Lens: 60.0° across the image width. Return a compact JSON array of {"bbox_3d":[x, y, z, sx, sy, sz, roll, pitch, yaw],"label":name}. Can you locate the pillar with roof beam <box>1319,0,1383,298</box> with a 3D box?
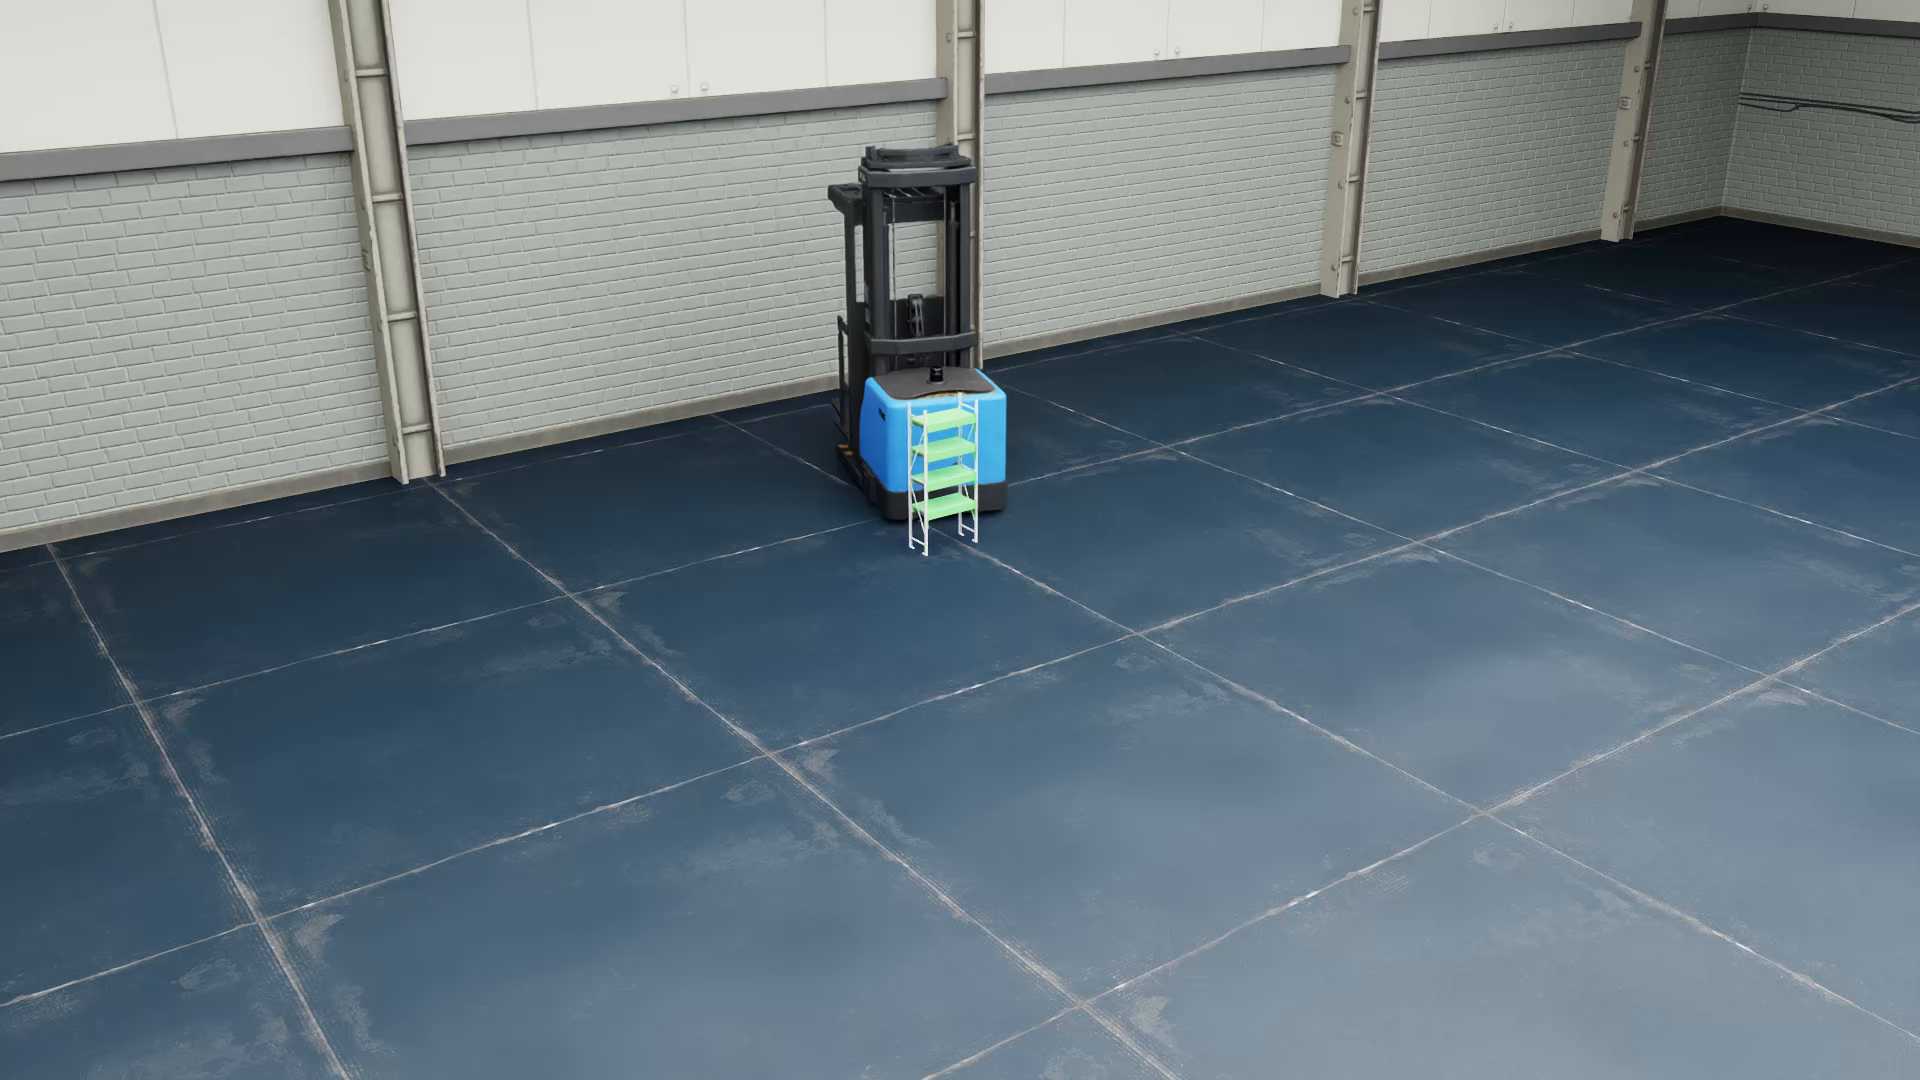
[{"bbox_3d":[7.389,-6.065,16.548,0.400,9.000,9.100,-15,26,-33],"label":"pillar with roof beam"}]

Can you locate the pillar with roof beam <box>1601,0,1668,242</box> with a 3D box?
[{"bbox_3d":[12.259,-7.364,19.803,0.400,9.000,9.100,-15,26,-33],"label":"pillar with roof beam"}]

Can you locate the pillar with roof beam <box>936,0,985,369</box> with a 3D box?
[{"bbox_3d":[2.518,-4.766,13.294,0.400,9.000,9.100,-15,26,-33],"label":"pillar with roof beam"}]

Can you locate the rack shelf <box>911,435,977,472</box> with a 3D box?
[{"bbox_3d":[-0.134,-0.685,13.113,0.480,0.148,0.258,-15,26,-33],"label":"rack shelf"}]

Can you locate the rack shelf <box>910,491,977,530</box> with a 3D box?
[{"bbox_3d":[-0.134,-0.239,13.291,0.480,0.148,0.258,-15,26,-33],"label":"rack shelf"}]

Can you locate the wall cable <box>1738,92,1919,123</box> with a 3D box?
[{"bbox_3d":[12.909,-7.457,24.225,0.112,2.526,3.097,-15,26,-33],"label":"wall cable"}]

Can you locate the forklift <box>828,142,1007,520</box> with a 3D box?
[{"bbox_3d":[-0.515,-2.041,14.652,1.130,2.935,3.031,-6,23,-15],"label":"forklift"}]

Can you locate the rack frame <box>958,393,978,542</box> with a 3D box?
[{"bbox_3d":[0.064,-0.574,13.311,0.015,1.200,0.240,-15,26,-33],"label":"rack frame"}]

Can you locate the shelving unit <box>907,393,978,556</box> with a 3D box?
[{"bbox_3d":[-0.134,-0.521,13.179,0.503,1.200,0.258,-15,26,-33],"label":"shelving unit"}]

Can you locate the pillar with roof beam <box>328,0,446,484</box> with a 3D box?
[{"bbox_3d":[-2.352,-3.468,10.039,0.400,9.000,9.100,-15,26,-33],"label":"pillar with roof beam"}]

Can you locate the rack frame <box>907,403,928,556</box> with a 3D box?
[{"bbox_3d":[-0.332,-0.469,13.046,0.015,1.200,0.240,-15,26,-33],"label":"rack frame"}]

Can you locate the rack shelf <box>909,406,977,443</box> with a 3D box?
[{"bbox_3d":[-0.134,-0.908,13.024,0.480,0.148,0.258,-15,26,-33],"label":"rack shelf"}]

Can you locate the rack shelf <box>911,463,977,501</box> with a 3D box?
[{"bbox_3d":[-0.134,-0.462,13.202,0.480,0.148,0.258,-15,26,-33],"label":"rack shelf"}]
